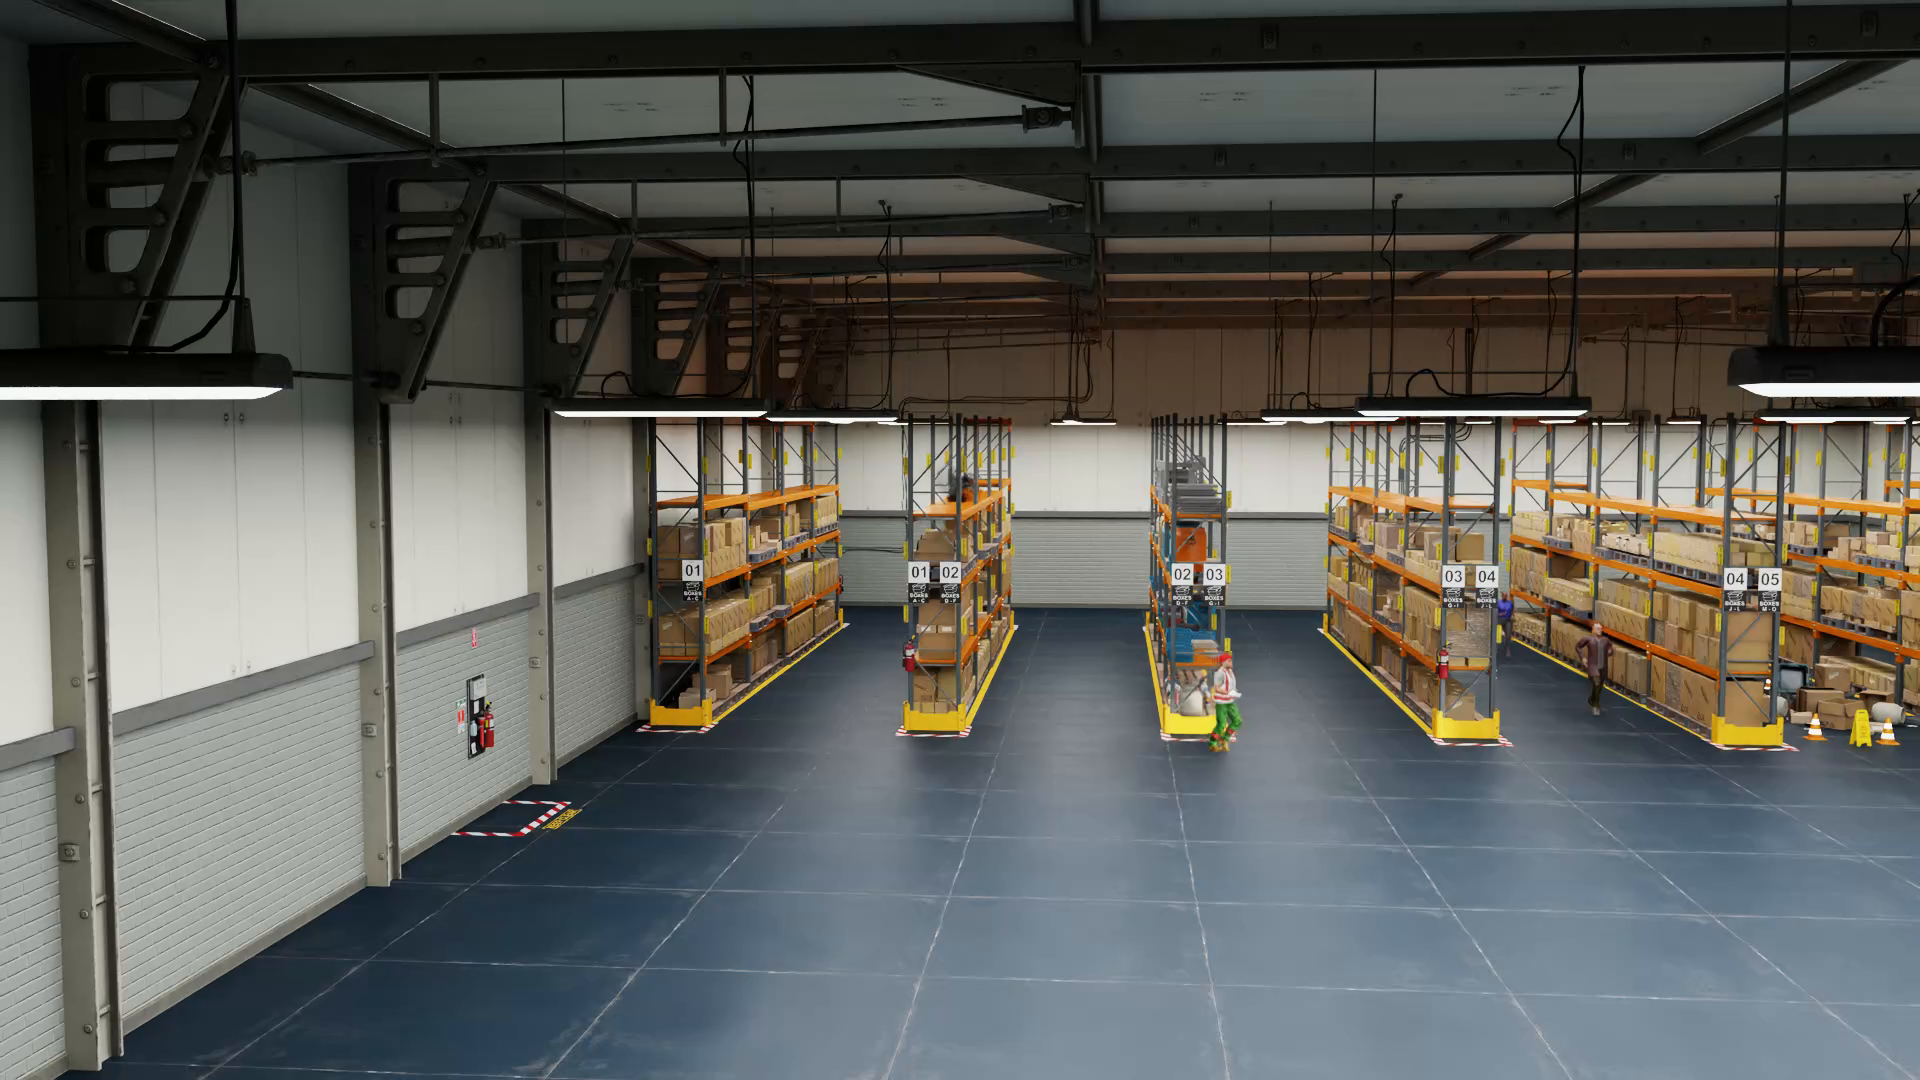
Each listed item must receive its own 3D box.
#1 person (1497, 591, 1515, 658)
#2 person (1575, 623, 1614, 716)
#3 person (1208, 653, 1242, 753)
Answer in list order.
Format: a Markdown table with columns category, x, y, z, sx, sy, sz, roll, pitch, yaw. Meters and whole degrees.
| category | x | y | z | sx | sy | sz | roll | pitch | yaw |
| --- | --- | --- | --- | --- | --- | --- | --- | --- | --- |
| person | 13.633 | 2.087 | 41.649 | 0.589 | 1.627 | 0.909 | 0 | 4 | 5 |
| person | 12.776 | 2.595 | 33.377 | 0.686 | 1.845 | 0.800 | 0 | 4 | -7 |
| person | 4.708 | 2.875 | 29.262 | 0.680 | 1.789 | 0.684 | 3 | 5 | 41 |
